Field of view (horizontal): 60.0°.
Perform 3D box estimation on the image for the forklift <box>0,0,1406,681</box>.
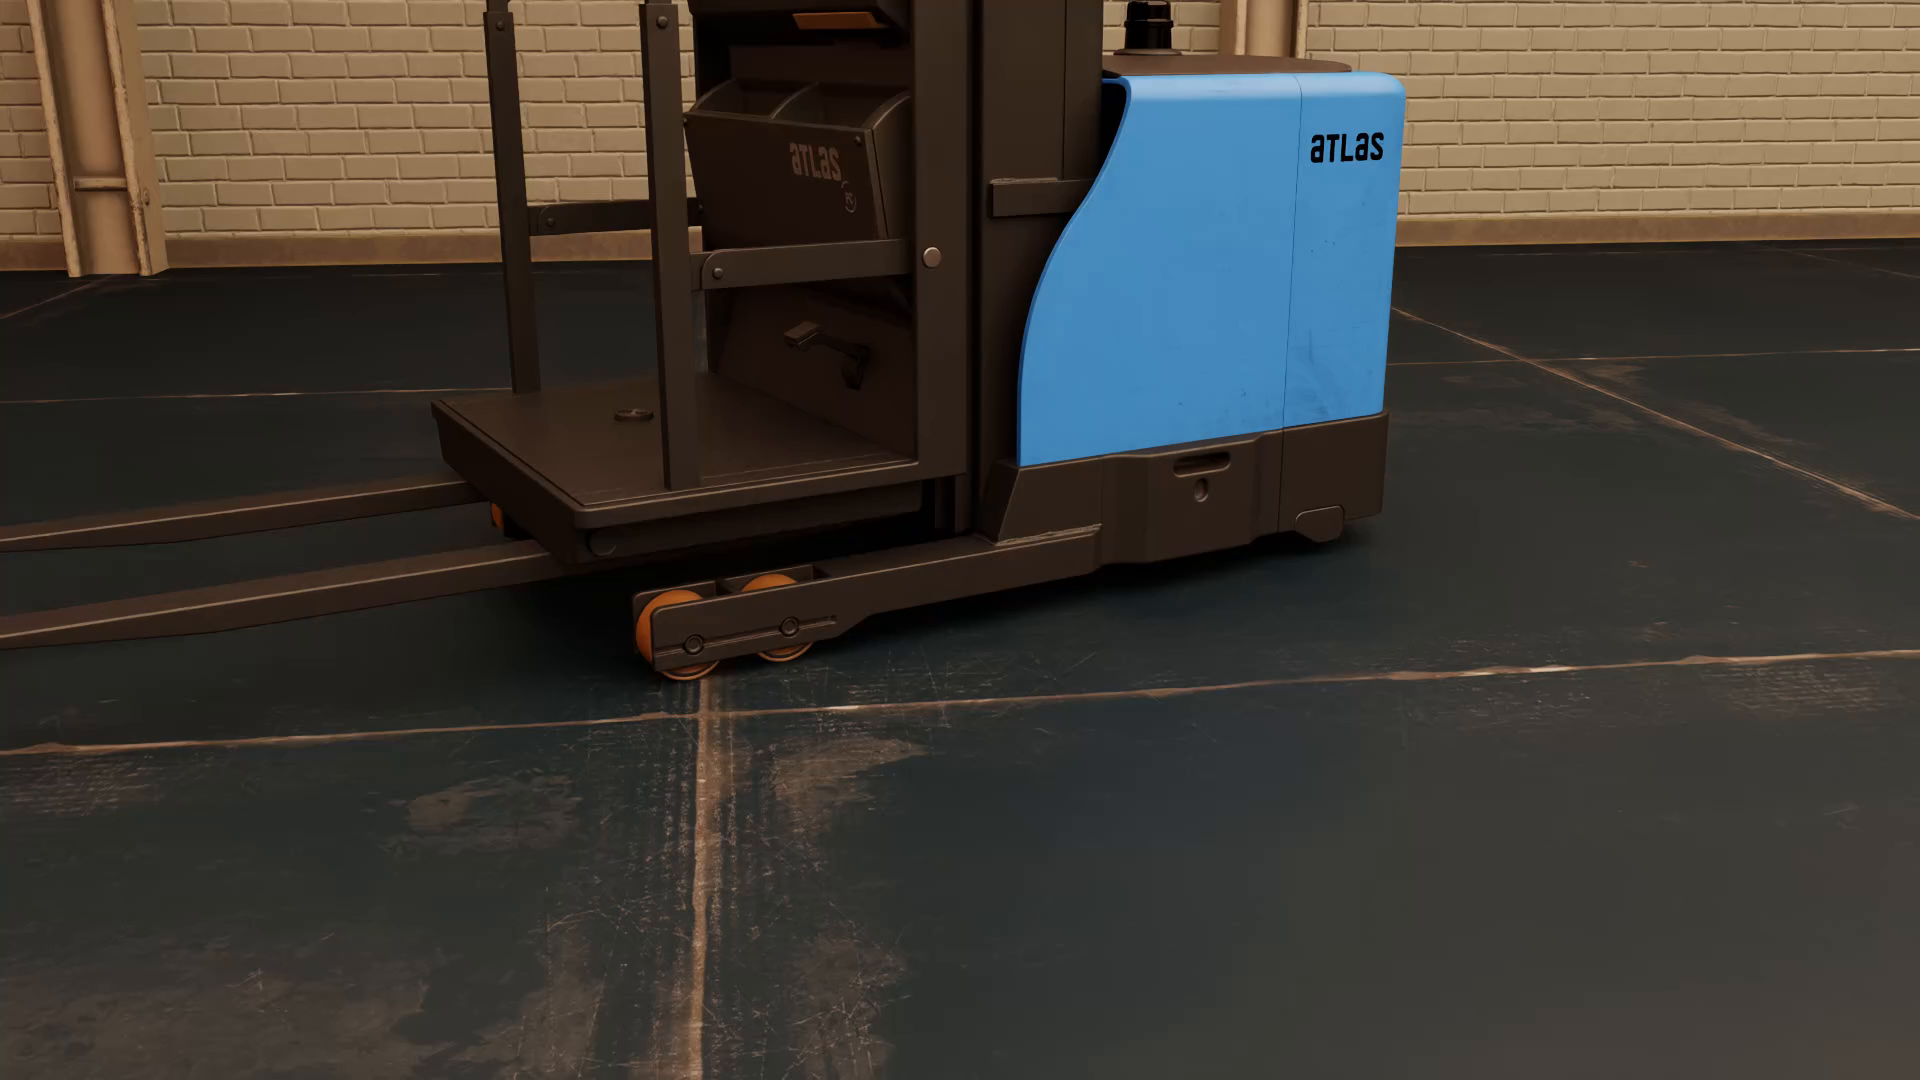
[{"bbox_3d":[-0.526,-1.315,3.251,3.031,2.935,1.130,-10,19,-29],"label":"forklift"}]
